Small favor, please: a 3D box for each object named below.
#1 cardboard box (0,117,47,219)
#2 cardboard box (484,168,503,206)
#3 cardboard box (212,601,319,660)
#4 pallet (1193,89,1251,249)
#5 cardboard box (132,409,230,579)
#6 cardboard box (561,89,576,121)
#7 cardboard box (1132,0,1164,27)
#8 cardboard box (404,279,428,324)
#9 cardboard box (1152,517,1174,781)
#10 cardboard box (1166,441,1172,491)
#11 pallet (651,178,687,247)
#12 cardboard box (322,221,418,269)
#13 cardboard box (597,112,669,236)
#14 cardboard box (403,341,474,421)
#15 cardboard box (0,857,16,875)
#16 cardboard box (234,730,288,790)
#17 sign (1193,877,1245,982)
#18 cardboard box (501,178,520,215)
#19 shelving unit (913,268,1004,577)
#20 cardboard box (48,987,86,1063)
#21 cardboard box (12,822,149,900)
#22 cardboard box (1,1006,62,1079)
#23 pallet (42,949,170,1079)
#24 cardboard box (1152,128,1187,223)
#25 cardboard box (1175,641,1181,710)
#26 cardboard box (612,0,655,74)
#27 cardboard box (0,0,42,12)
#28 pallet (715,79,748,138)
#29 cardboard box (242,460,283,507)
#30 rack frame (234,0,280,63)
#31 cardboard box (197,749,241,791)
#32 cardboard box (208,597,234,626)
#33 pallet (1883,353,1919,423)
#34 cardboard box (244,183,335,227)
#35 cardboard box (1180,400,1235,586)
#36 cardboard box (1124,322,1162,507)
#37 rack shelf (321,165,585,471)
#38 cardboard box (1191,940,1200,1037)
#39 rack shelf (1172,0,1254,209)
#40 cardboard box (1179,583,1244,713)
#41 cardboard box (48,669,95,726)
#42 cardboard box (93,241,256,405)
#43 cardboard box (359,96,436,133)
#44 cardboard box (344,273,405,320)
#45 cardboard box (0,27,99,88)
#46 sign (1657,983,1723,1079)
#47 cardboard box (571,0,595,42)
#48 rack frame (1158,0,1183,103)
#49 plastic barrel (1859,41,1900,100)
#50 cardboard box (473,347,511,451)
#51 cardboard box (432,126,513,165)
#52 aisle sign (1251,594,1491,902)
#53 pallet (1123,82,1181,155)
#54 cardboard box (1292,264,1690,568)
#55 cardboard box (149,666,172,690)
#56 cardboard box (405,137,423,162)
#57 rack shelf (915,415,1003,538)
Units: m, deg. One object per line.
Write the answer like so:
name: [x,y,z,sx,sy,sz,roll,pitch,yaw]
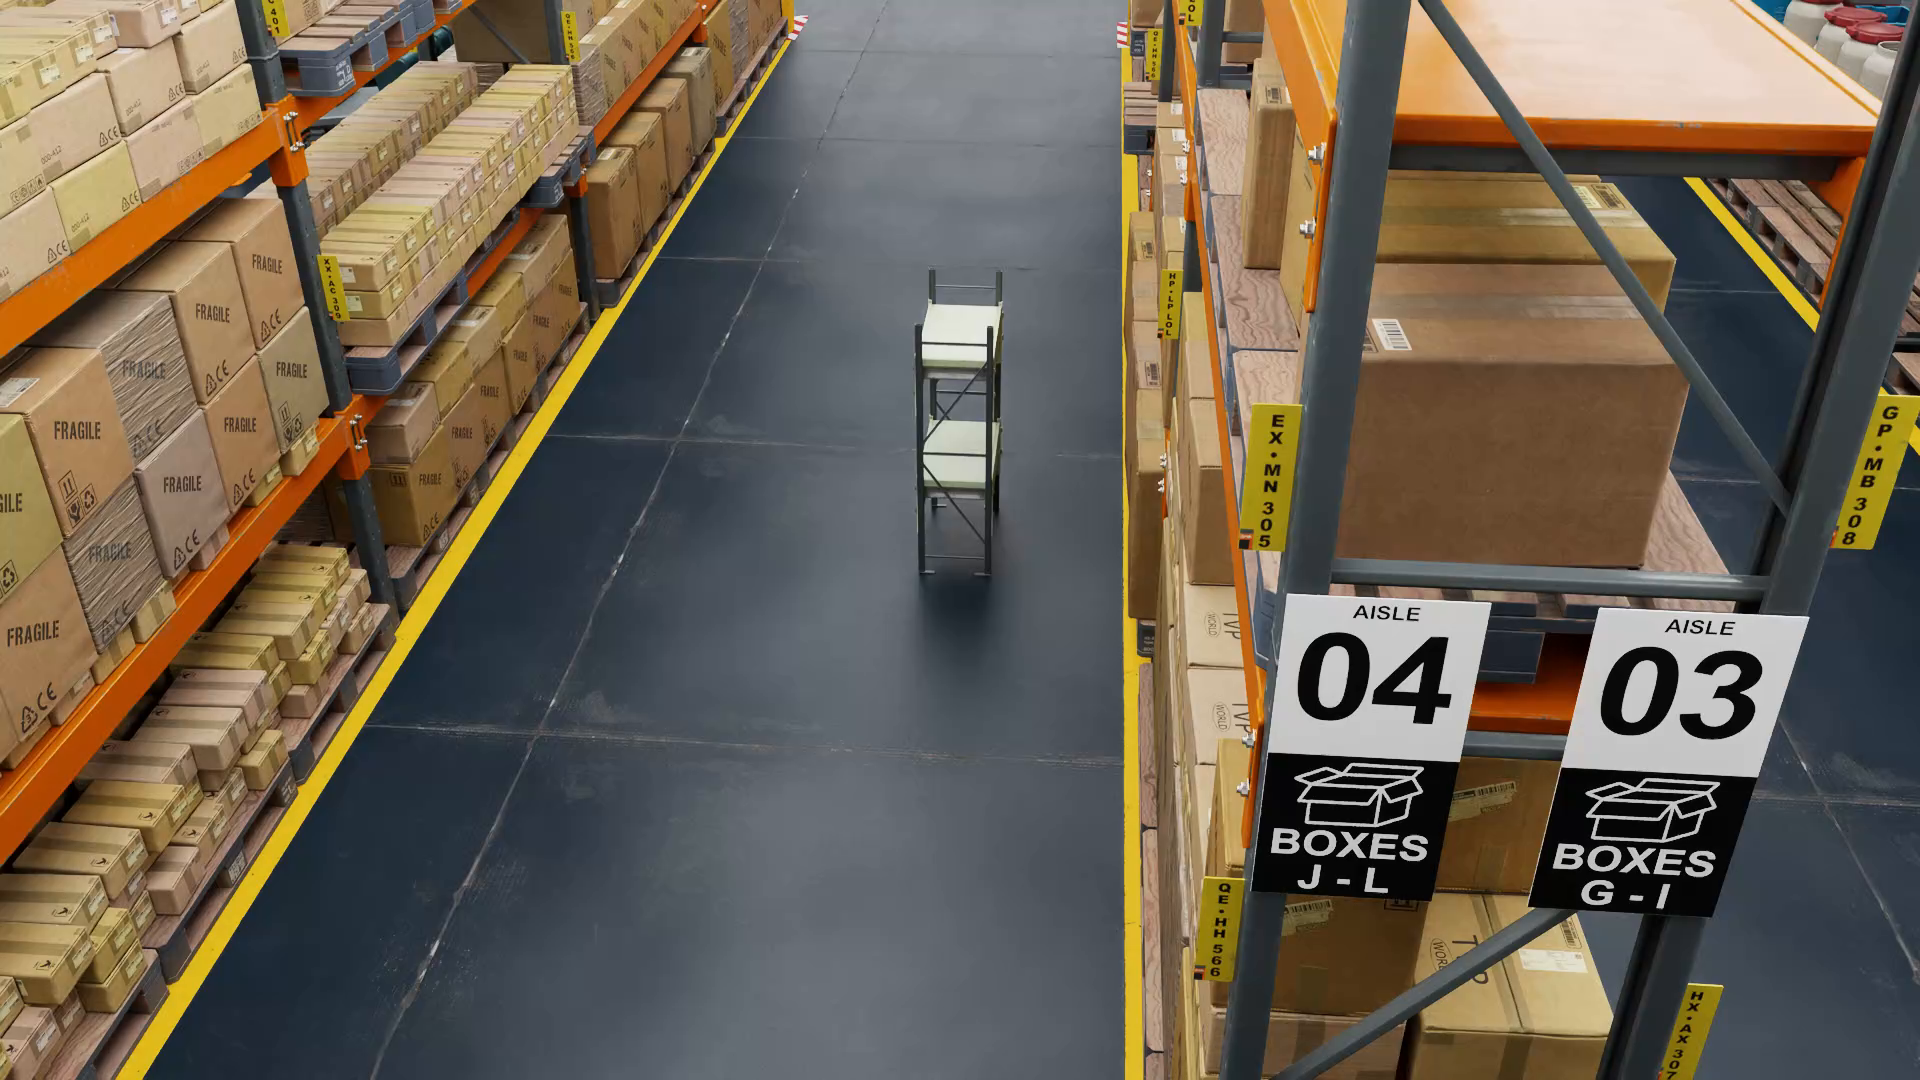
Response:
cardboard box: [-3.362,-1.178,5.390,0.500,0.250,0.500,1,32,2]
cardboard box: [-2.849,-2.027,9.515,0.380,0.149,0.250,2,32,3]
cardboard box: [-3.229,0.421,7.739,0.380,0.149,0.250,2,32,4]
pallet: [1.393,-1.371,6.121,1.003,0.211,1.213,2,32,4]
cardboard box: [-3.308,-0.197,6.611,0.500,0.500,0.500,2,32,4]
cardboard box: [-2.726,-2.836,10.829,0.380,0.149,0.250,3,32,5]
cardboard box: [1.917,-4.767,13.434,1.000,1.000,1.000,3,32,4]
cardboard box: [-2.958,-1.227,8.502,0.380,0.149,0.250,3,32,5]
cardboard box: [1.337,0.508,7.471,0.875,0.875,0.875,2,32,4]
cardboard box: [1.115,-0.312,7.416,0.380,0.149,0.250,3,32,4]
pallet: [-2.898,-2.774,13.830,1.003,0.211,1.213,2,32,4]
cardboard box: [-2.958,-1.481,8.347,0.380,0.149,0.250,3,32,5]
cardboard box: [-2.932,-2.908,13.135,1.050,0.750,0.750,3,32,5]
cardboard box: [-3.101,-0.911,9.418,0.500,0.250,0.500,3,32,5]
cardboard box: [-3.962,1.345,6.523,0.380,0.149,0.250,3,32,5]
cardboard box: [-3.242,0.972,7.411,0.380,0.149,0.250,2,32,4]
sign: [0.605,0.908,3.868,0.100,0.325,0.005,2,32,4]
cardboard box: [-2.831,-2.039,9.819,0.380,0.149,0.250,3,32,5]
shelving unit: [0.001,-0.642,9.142,0.431,1.500,0.755,2,32,4]
cardboard box: [-3.476,1.772,6.113,0.380,0.149,0.250,3,32,5]
cardboard box: [-3.389,1.237,6.415,0.380,0.149,0.250,4,32,6]
cardboard box: [-3.414,1.772,5.829,0.380,0.149,0.250,2,32,4]
pallet: [-3.683,1.992,6.097,1.003,0.211,1.213,2,32,4]
cardboard box: [1.445,-2.181,10.115,0.500,0.500,0.500,2,32,3]
cardboard box: [0.989,0.503,6.094,0.380,0.149,0.250,2,32,3]
cardboard box: [-2.711,-3.971,13.020,0.500,0.500,0.500,2,32,3]
cardboard box: [-3.749,-2.003,6.349,0.380,0.149,0.250,2,32,3]
pallet: [-2.674,-4.214,16.167,1.003,0.211,1.213,2,32,4]
cardboard box: [-3.249,-0.281,7.367,0.380,0.149,0.250,4,32,6]
rack frame: [-3.465,-3.378,6.434,1.000,3.000,0.127,2,32,4]
cardboard box: [-3.349,0.946,7.170,0.380,0.149,0.250,1,32,2]
cardboard box: [-3.745,0.396,8.061,0.380,0.149,0.250,3,32,4]
pallet: [6.710,-0.838,10.689,1.003,0.211,1.213,2,32,4]
cardboard box: [-3.562,-1.780,8.832,0.380,0.149,0.250,2,32,4]
cardboard box: [1.091,-0.172,6.095,0.500,0.500,0.500,1,32,2]
cardboard box: [1.574,-0.636,9.328,1.225,0.875,0.875,1,32,2]
rack shelf: [-3.302,-1.563,9.894,1.077,0.370,4.000,2,32,4]
cardboard box: [0.865,1.303,4.796,0.380,0.149,0.250,3,32,4]
rack shelf: [1.633,-2.576,8.677,1.077,0.370,4.000,2,32,4]
cardboard box: [1.041,0.401,5.880,0.500,0.250,0.500,3,32,4]
cardboard box: [-3.404,0.536,6.041,0.380,0.149,0.250,2,32,3]
cardboard box: [-3.271,-0.891,6.785,0.500,0.500,0.500,1,32,2]
cardboard box: [-3.436,-2.600,10.162,0.380,0.149,0.250,1,32,2]
cardboard box: [-2.975,-1.209,8.188,0.380,0.149,0.250,3,32,5]
cardboard box: [-3.295,-1.699,5.855,0.380,0.149,0.250,1,32,2]
sign: [1.697,1.157,3.893,0.100,0.325,0.005,2,32,4]
cardboard box: [-3.053,-3.883,11.923,0.700,0.500,0.500,2,32,3]
rack frame: [1.796,-2.651,10.972,1.000,3.000,0.127,2,32,4]
plastic barrel: [6.638,-3.254,11.845,0.421,0.512,0.421,0,32,0]
cardboard box: [-3.070,-0.865,10.057,0.500,0.500,0.500,3,32,5]
cardboard box: [-2.830,-2.289,9.657,0.380,0.149,0.250,4,32,6]
aisle sign: [0.840,0.451,3.462,0.394,0.787,0.004,2,32,4]
pallet: [1.748,-2.946,11.635,1.213,0.211,1.003,2,32,4]
cardboard box: [1.133,-0.283,3.680,0.700,0.500,0.500,1,32,1]
cardboard box: [-3.751,0.542,7.541,0.380,0.149,0.250,2,32,3]
cardboard box: [-3.459,-2.326,10.001,0.380,0.149,0.250,3,32,4]
rack shelf: [0.001,-0.364,9.314,0.431,0.370,0.720,2,32,4]
